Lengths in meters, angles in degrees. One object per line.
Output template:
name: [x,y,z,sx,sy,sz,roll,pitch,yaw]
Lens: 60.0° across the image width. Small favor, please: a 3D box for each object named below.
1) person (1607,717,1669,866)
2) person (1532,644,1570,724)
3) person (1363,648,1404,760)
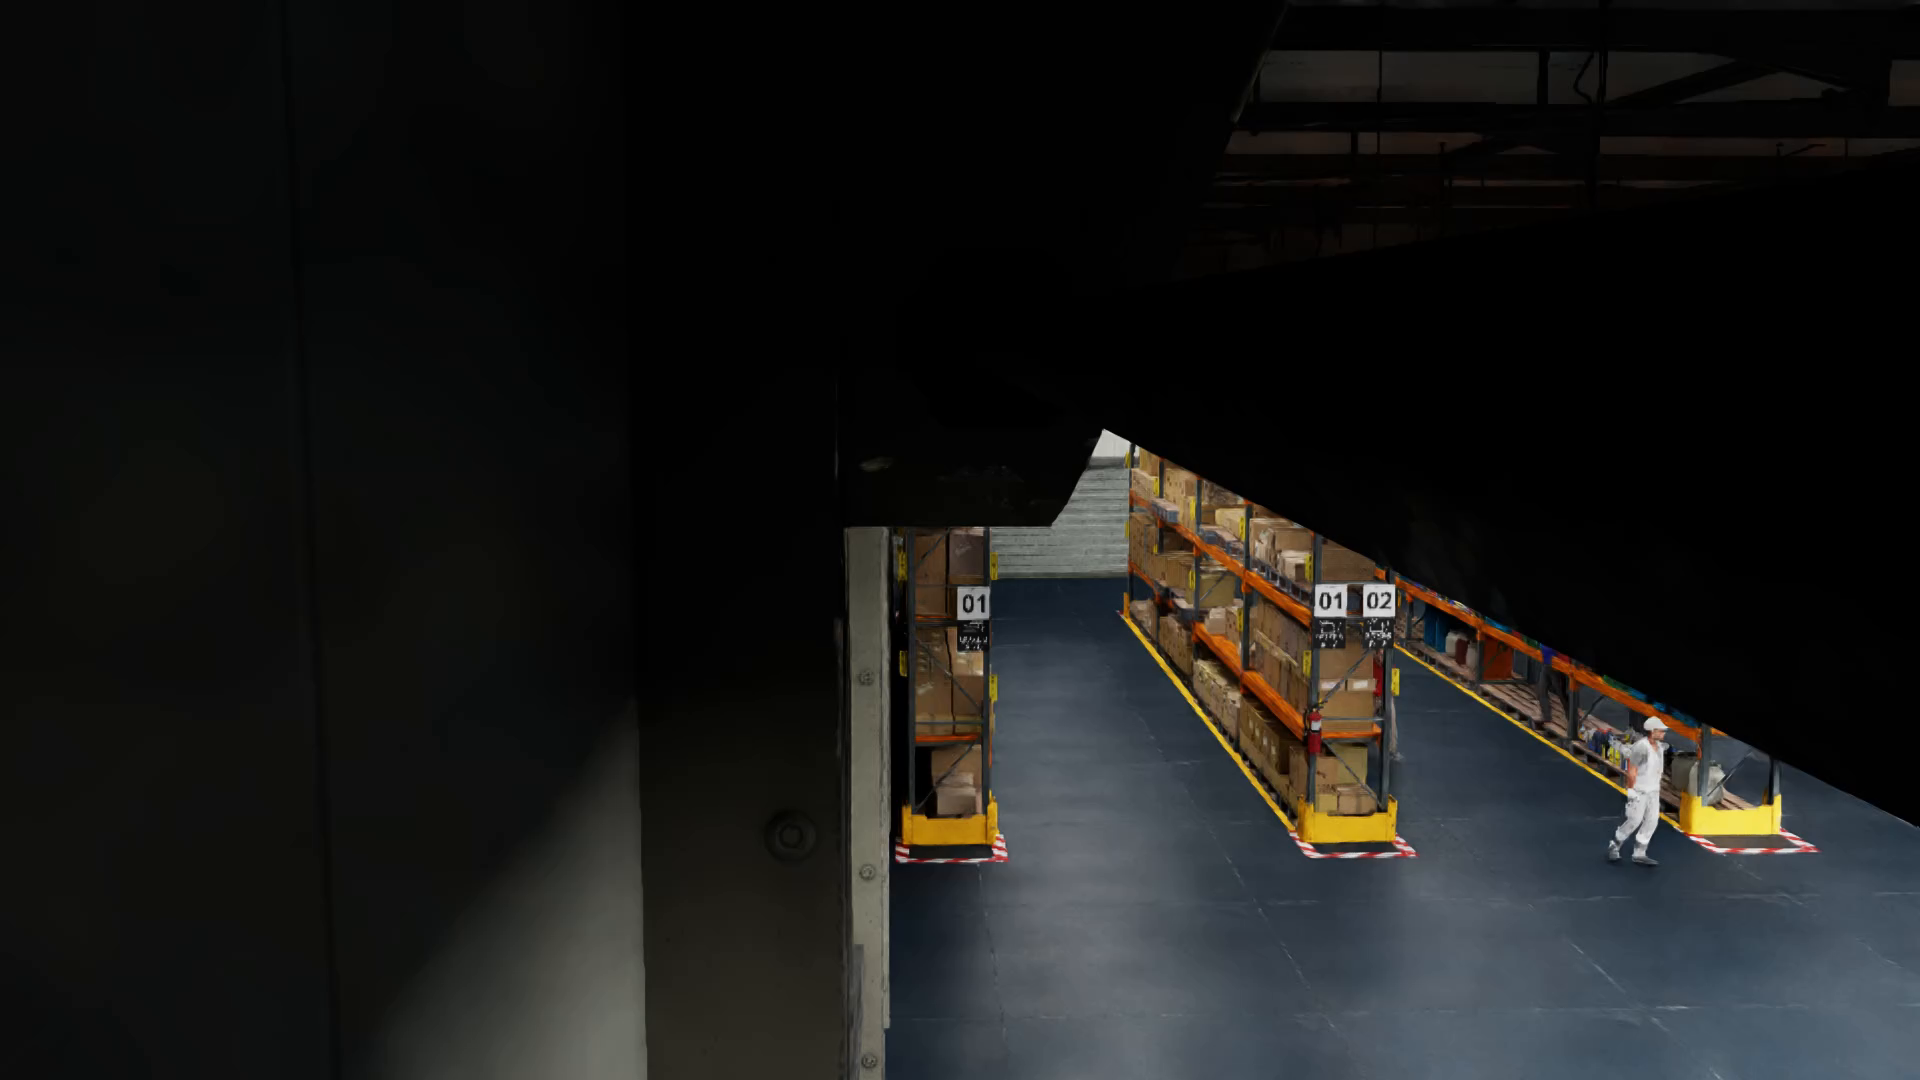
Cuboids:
person: [8.014,2.946,19.658,0.583,1.776,0.574,-5,9,-37]
person: [9.204,2.063,25.657,0.550,1.588,0.614,-3,8,-19]
person: [6.177,2.359,24.523,0.547,1.640,1.116,-1,7,-4]
